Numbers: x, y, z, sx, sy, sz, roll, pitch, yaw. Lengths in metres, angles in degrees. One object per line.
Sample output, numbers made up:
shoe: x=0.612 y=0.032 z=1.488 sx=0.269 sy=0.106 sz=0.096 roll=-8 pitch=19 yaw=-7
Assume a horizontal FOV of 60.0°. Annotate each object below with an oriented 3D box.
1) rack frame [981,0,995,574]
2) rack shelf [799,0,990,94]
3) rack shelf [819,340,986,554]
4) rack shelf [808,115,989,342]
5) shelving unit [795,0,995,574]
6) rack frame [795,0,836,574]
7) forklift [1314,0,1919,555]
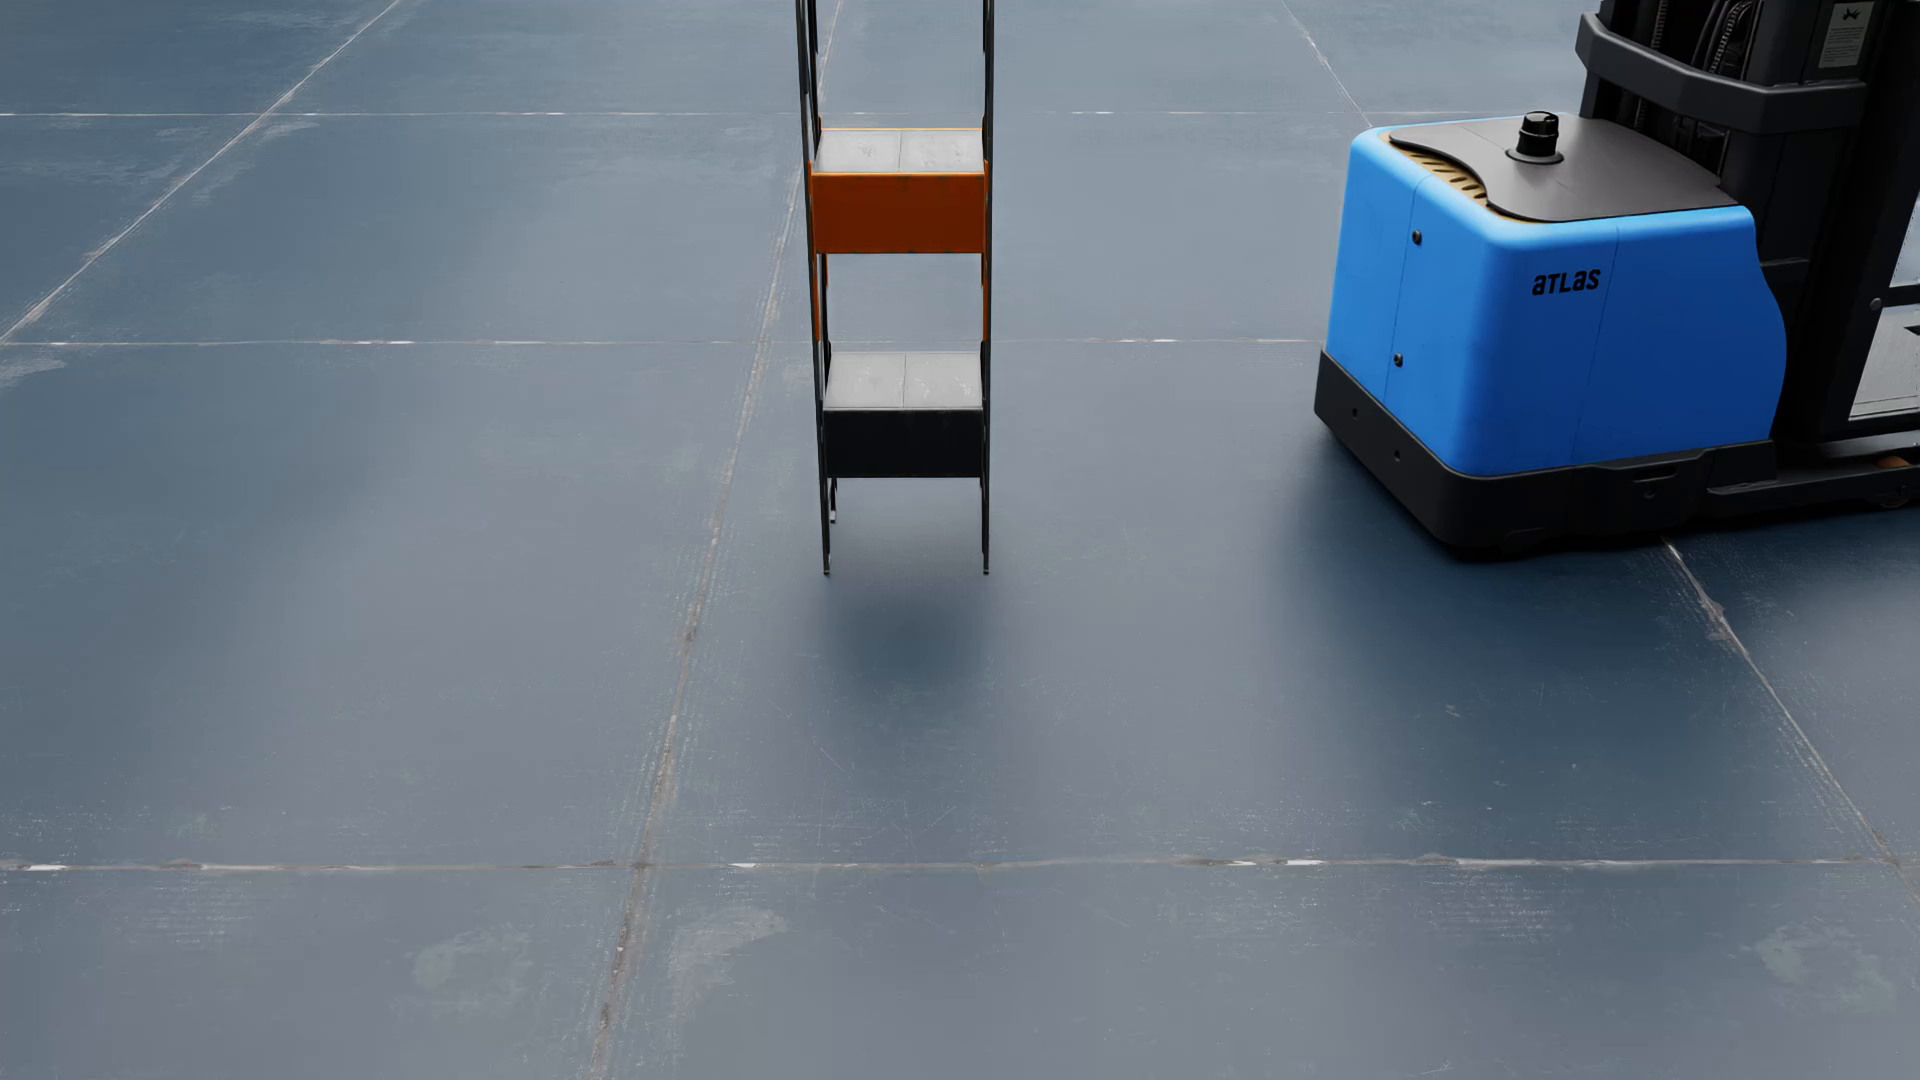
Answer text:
rack frame: x=0.078 y=-0.898 z=4.706 sx=0.015 sy=2.100 sz=0.400 roll=0 pitch=31 yaw=0
rack shelf: x=-0.166 y=-1.484 z=4.348 sx=0.480 sy=0.518 sz=0.431 roll=0 pitch=31 yaw=0
rack shelf: x=-0.166 y=-0.287 z=5.075 sx=0.480 sy=0.518 sz=0.431 roll=0 pitch=31 yaw=0
rack shelf: x=-0.166 y=-0.886 z=4.712 sx=0.480 sy=0.518 sz=0.431 roll=0 pitch=31 yaw=0
shelving unit: x=-0.166 y=-0.897 z=4.704 sx=0.503 sy=2.100 sz=0.431 roll=0 pitch=31 yaw=0
rack frame: x=-0.410 y=-0.896 z=4.703 sx=0.015 sy=2.100 sz=0.400 roll=0 pitch=31 yaw=0
forklift: x=2.821 y=-1.615 z=5.086 sx=3.031 sy=2.935 sz=1.130 roll=-8 pitch=32 yaw=-12
